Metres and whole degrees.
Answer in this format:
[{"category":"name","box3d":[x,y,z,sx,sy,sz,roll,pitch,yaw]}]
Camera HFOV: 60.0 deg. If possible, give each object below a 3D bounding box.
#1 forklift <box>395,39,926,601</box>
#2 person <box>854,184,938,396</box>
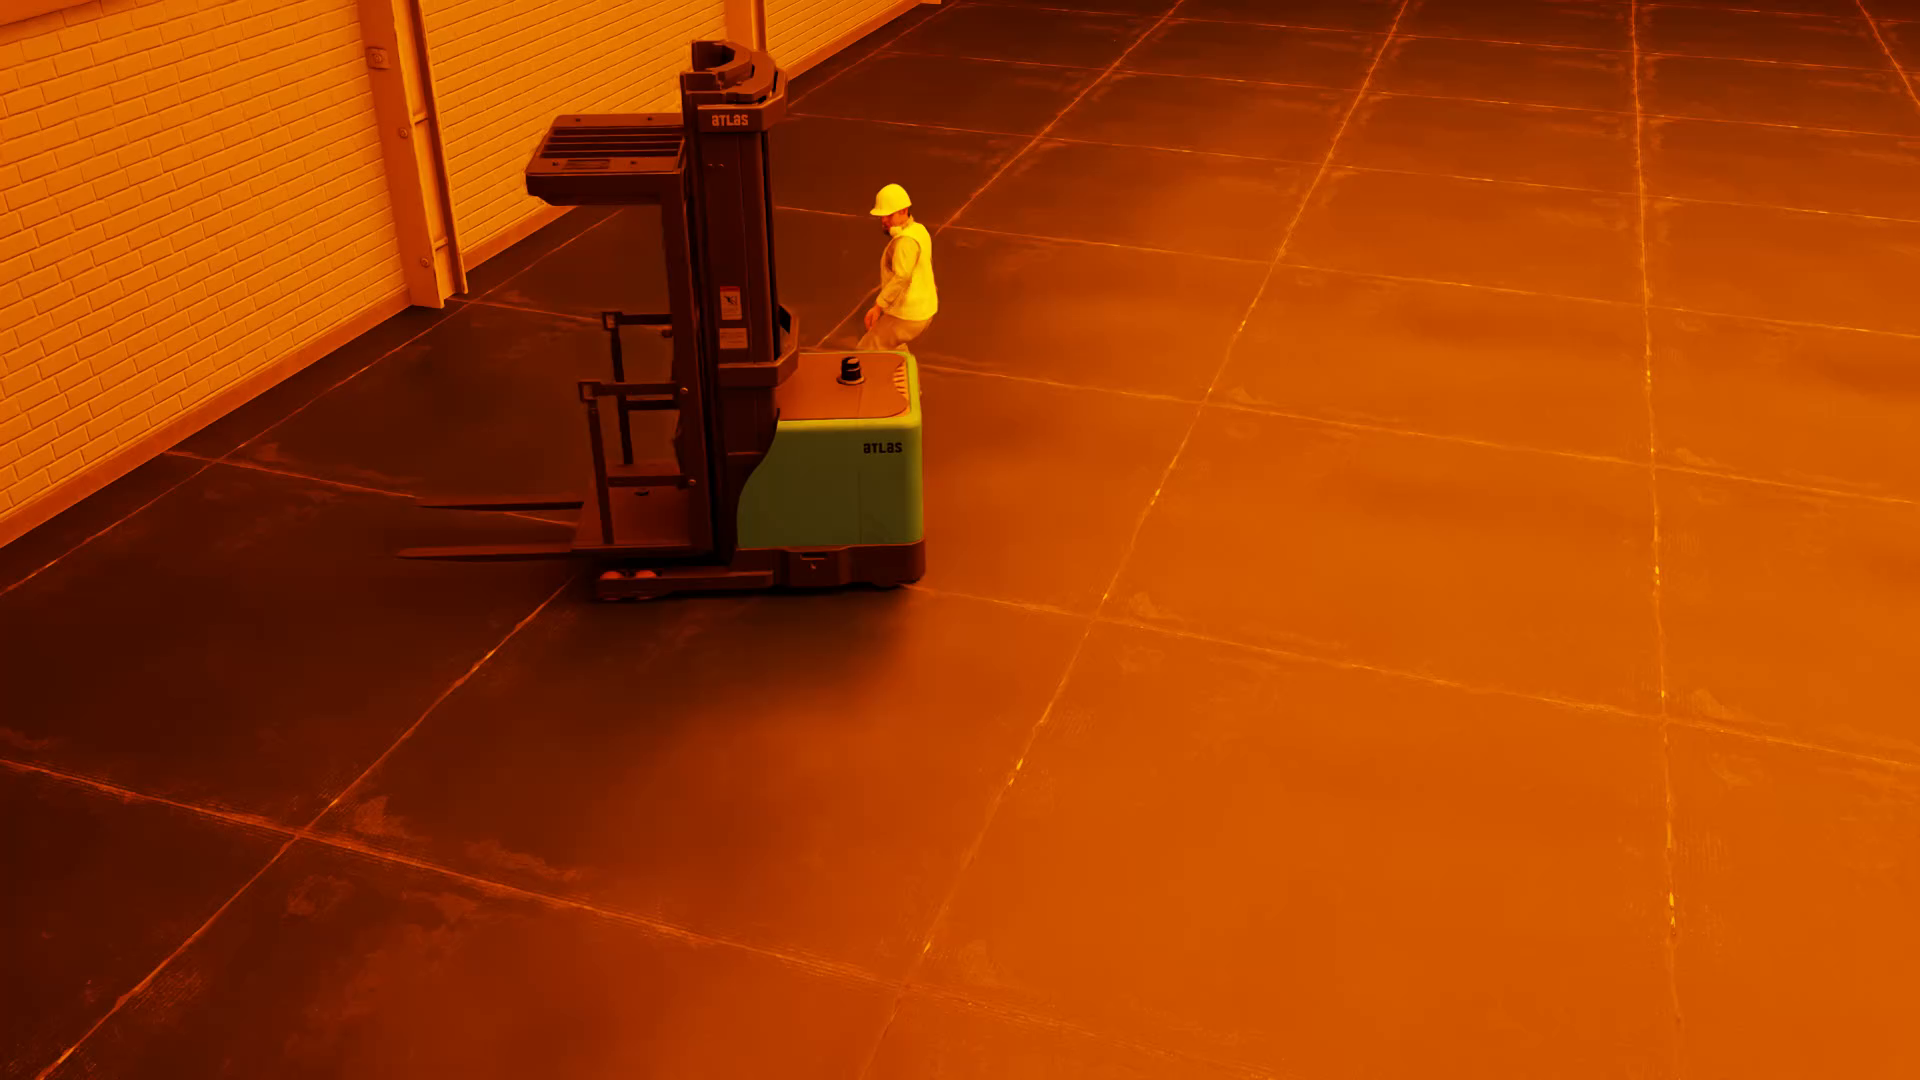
[{"category":"forklift","box3d":[-1.735,-1.196,9.235,3.031,2.935,1.130,-2,30,-3]},{"category":"person","box3d":[-0.401,-1.617,11.347,0.502,1.656,1.099,9,31,16]}]
